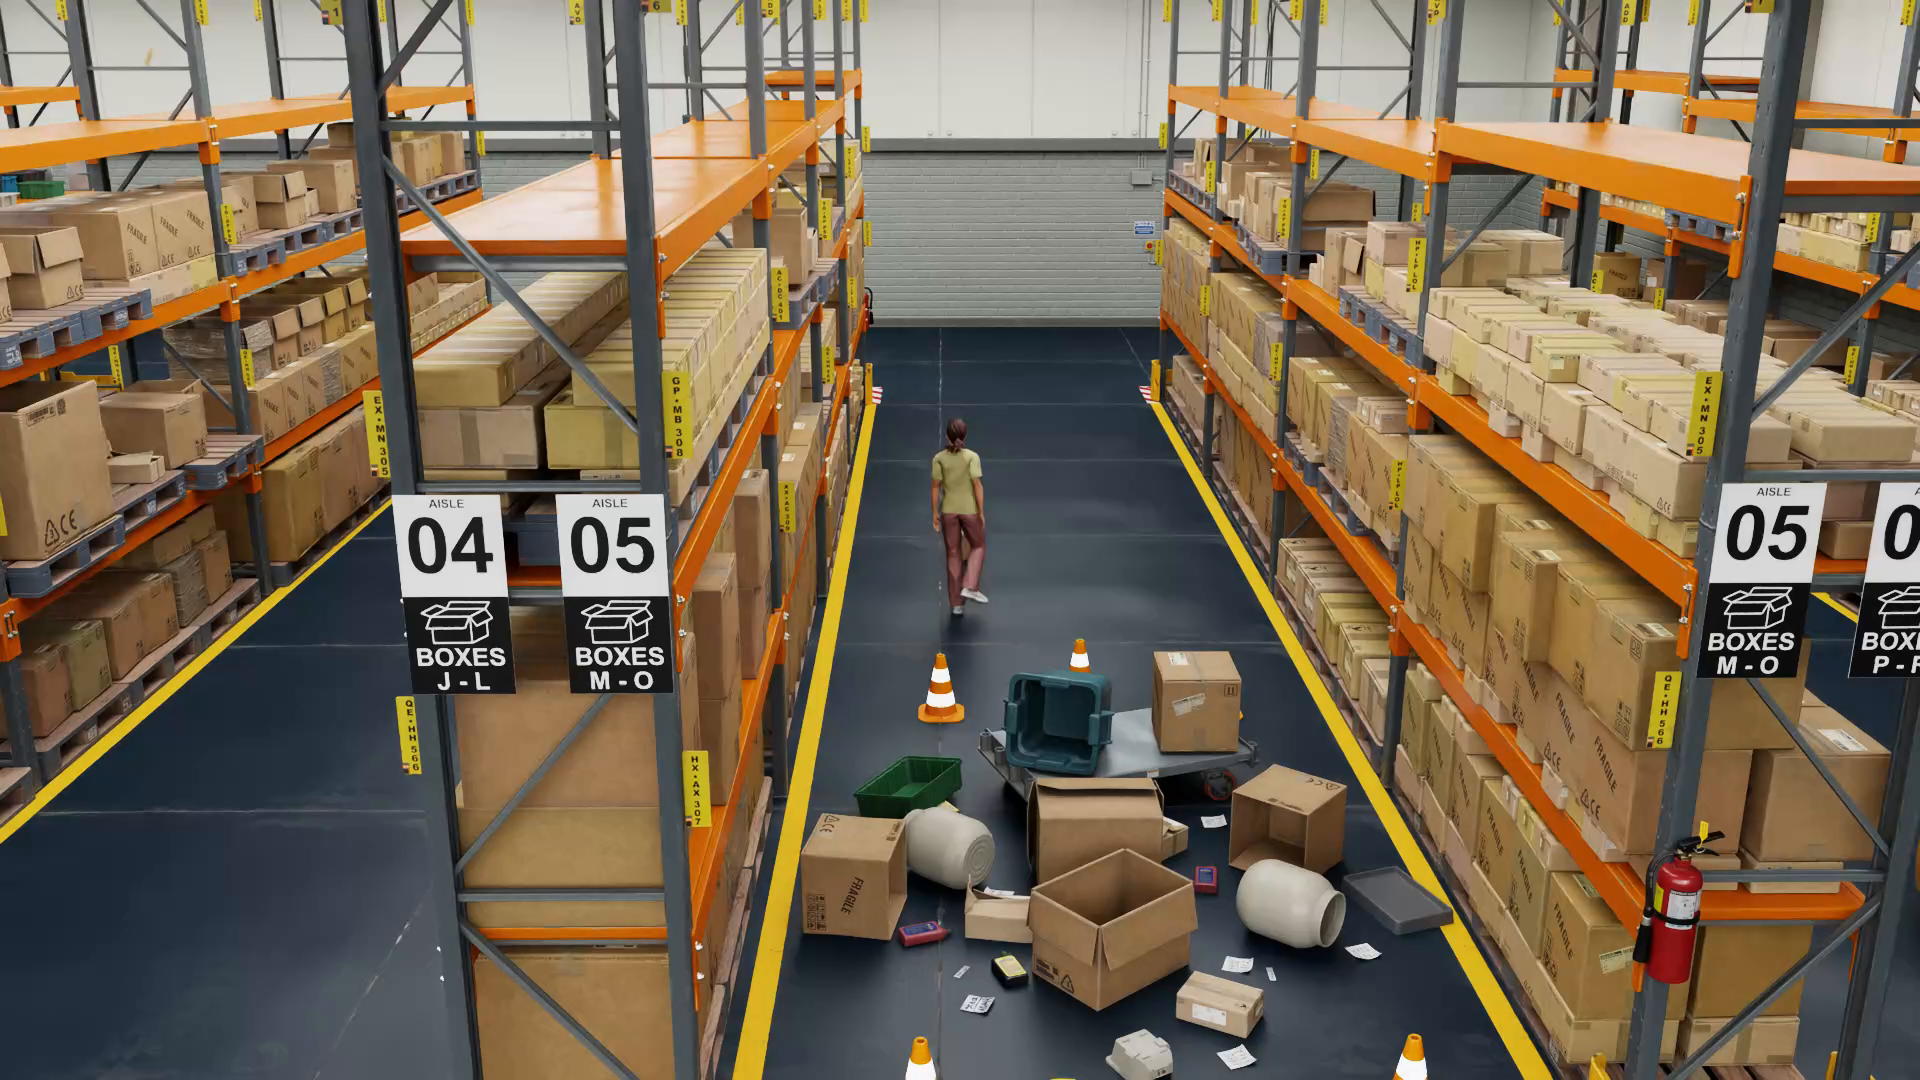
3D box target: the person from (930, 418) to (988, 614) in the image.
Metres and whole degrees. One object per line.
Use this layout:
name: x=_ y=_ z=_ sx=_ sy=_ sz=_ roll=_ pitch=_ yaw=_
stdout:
person: x=-0.005 y=-0.195 z=14.152 sx=0.507 sy=1.661 sz=0.473 roll=2 pitch=17 yaw=7
